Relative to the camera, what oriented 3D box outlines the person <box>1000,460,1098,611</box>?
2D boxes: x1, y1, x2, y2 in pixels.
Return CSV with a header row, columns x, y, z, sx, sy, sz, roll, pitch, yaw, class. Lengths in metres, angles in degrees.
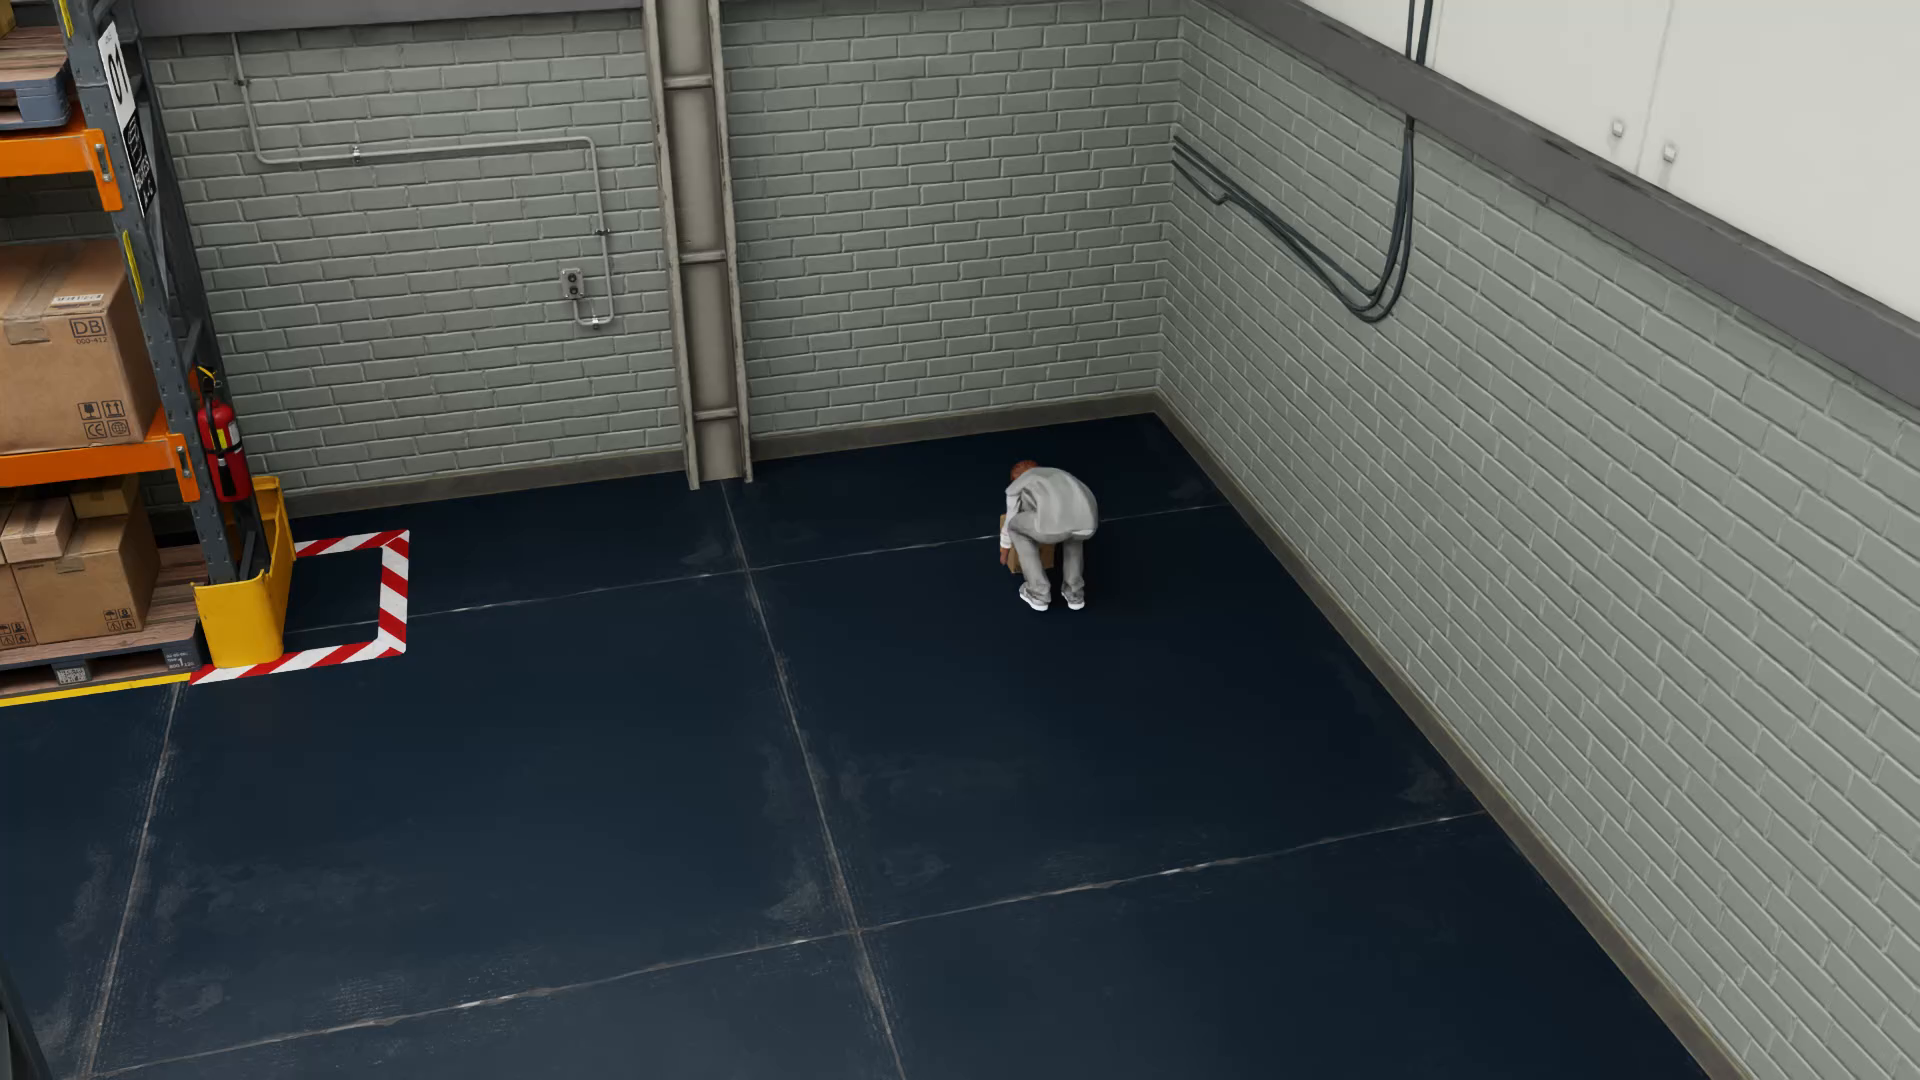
x,y,z,sx,sy,sz,roll,pitch,yaw,class
0.473,-0.039,9.142,0.425,0.769,0.864,-9,32,-15,person
